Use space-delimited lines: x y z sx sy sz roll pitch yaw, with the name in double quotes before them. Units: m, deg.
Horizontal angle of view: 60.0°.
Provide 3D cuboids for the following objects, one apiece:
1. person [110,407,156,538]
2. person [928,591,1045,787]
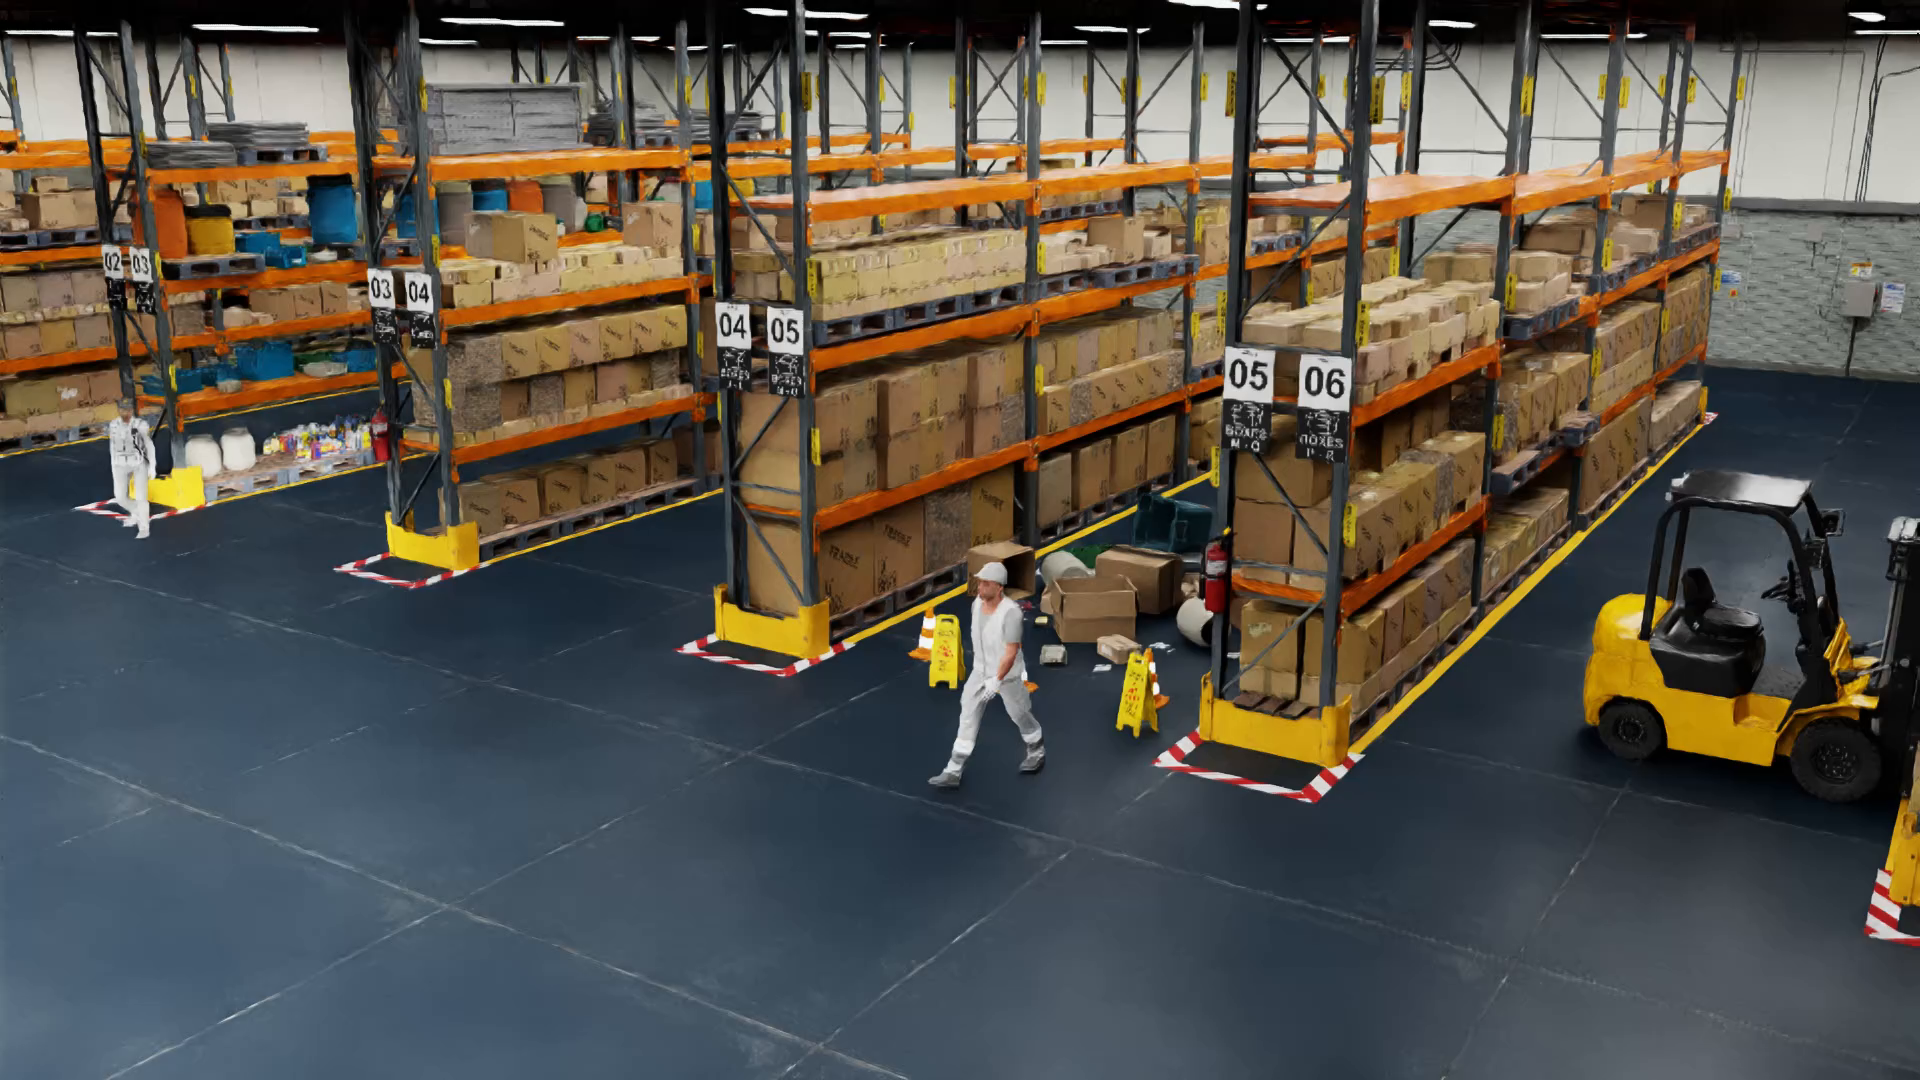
"person" -9.555 -0.852 19.258 0.530 1.635 0.520 -1 16 -4
"person" 0.247 1.103 12.416 0.532 1.495 1.038 14 21 40
